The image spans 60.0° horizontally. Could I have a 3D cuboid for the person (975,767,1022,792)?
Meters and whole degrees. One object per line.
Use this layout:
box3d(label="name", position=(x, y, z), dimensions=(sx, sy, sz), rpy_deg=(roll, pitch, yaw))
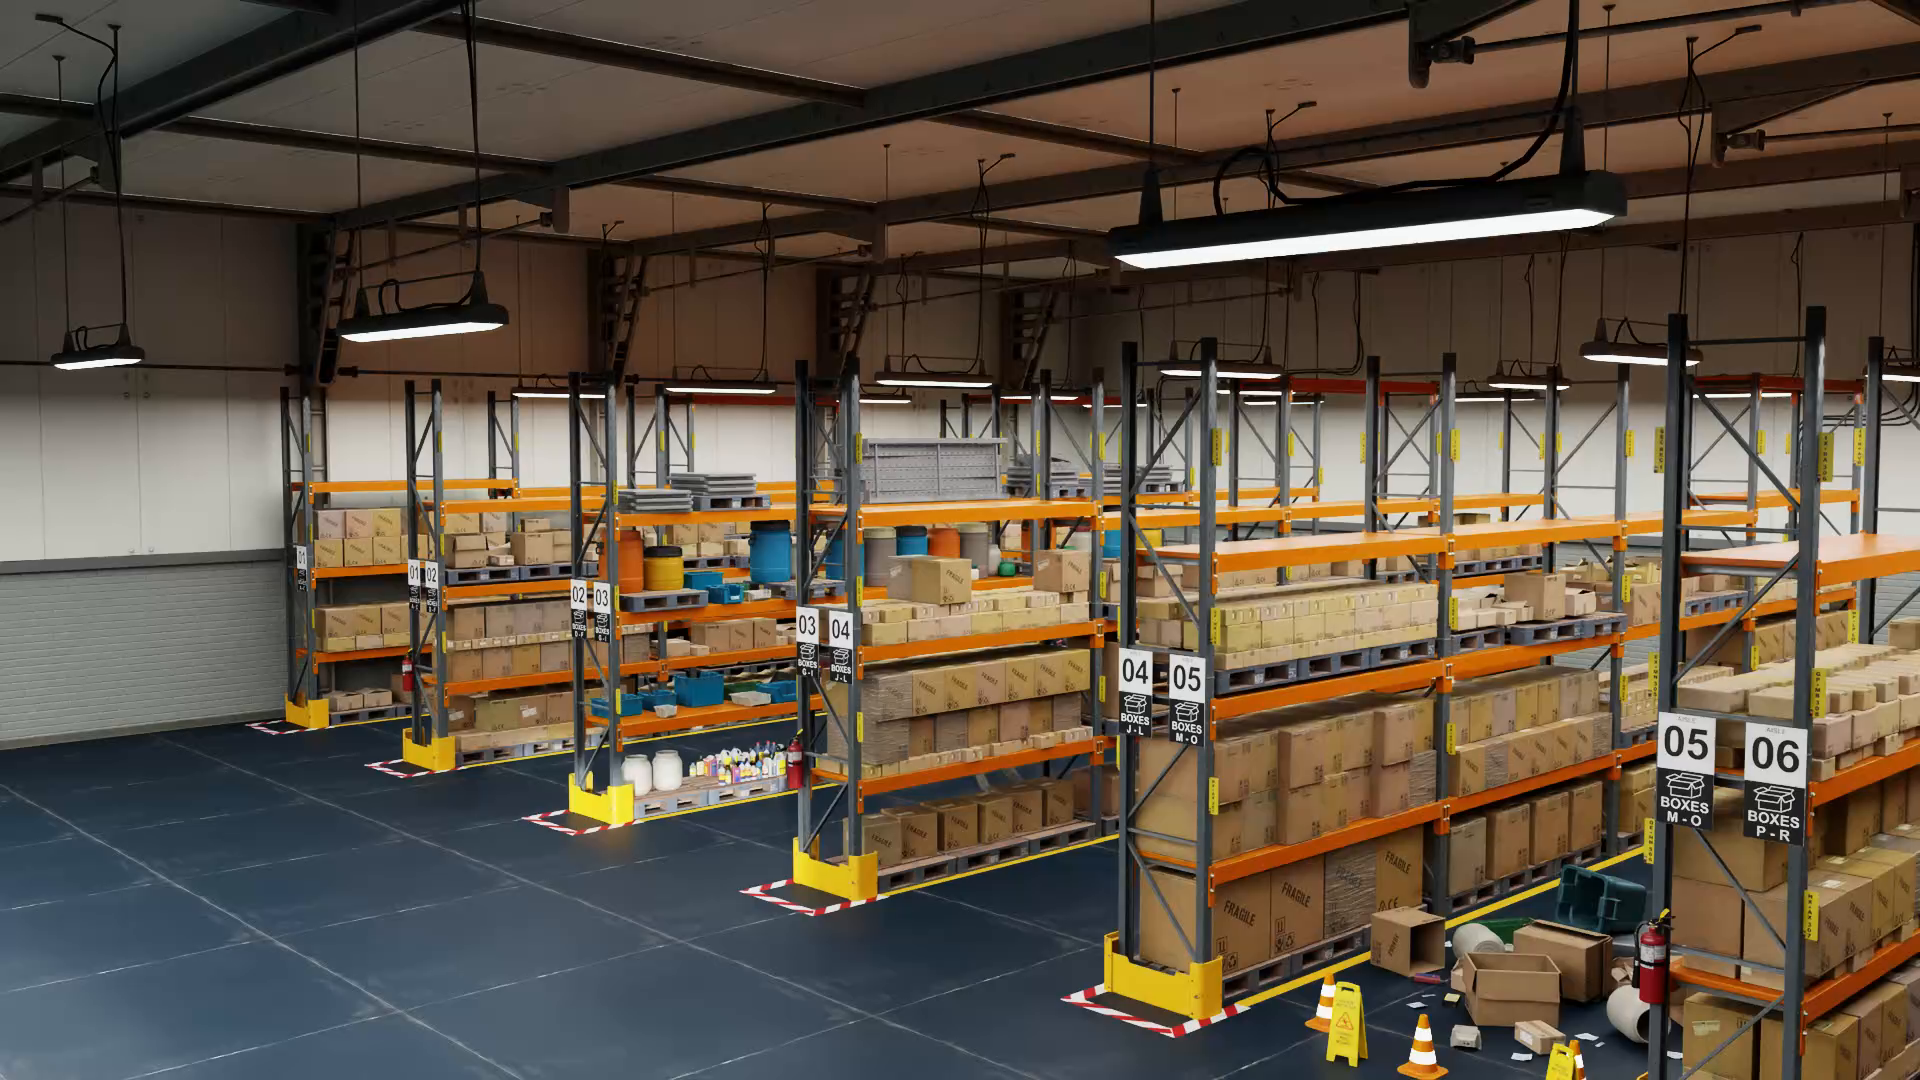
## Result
box3d(label="person", position=(0.520, 2.911, 23.310), dimensions=(1.048, 1.495, 0.609), rpy_deg=(-2, 4, -30))
